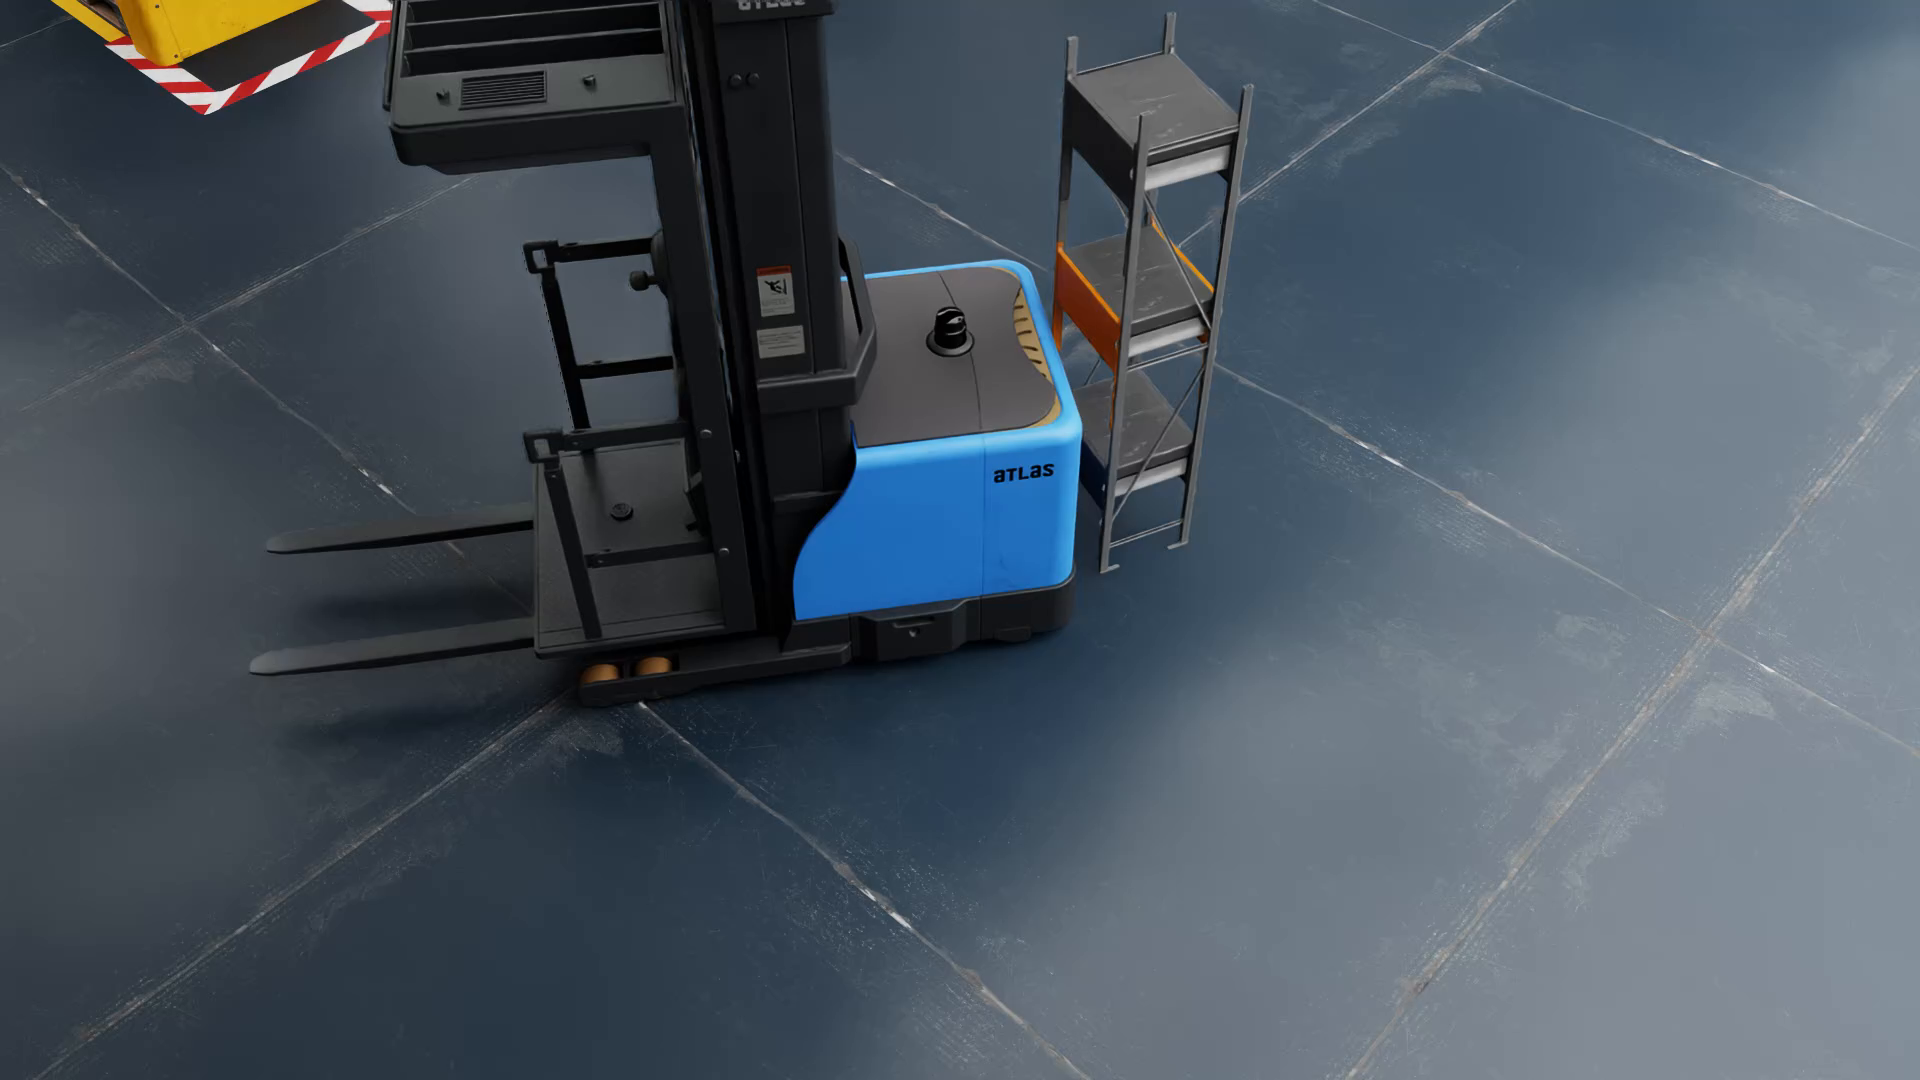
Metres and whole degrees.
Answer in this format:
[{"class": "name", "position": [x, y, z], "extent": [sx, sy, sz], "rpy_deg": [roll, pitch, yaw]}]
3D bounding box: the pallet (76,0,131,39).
[{"class": "pallet", "position": [-4.747, -3.440, 9.835], "extent": [1.213, 0.211, 1.003], "rpy_deg": [34, 55, 28]}]

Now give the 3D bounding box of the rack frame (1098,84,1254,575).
[{"class": "rack frame", "position": [0.736, -0.645, 5.915], "extent": [0.400, 2.100, 0.015], "rpy_deg": [-19, 50, -17]}]

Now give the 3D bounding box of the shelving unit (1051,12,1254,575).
[{"class": "shelving unit", "position": [0.634, -0.807, 6.067], "extent": [0.431, 2.100, 0.503], "rpy_deg": [-19, 50, -17]}]

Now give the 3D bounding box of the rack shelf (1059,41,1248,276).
[{"class": "rack shelf", "position": [0.634, -1.277, 5.567], "extent": [0.431, 0.518, 0.480], "rpy_deg": [-19, 50, -17]}]

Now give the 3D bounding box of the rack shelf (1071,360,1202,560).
[{"class": "rack shelf", "position": [0.634, -0.318, 6.587], "extent": [0.431, 0.518, 0.480], "rpy_deg": [-19, 50, -17]}]

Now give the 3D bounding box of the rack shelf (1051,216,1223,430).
[{"class": "rack shelf", "position": [0.634, -0.797, 6.077], "extent": [0.431, 0.518, 0.480], "rpy_deg": [-19, 50, -17]}]

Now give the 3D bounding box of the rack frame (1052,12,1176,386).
[{"class": "rack frame", "position": [0.532, -0.968, 6.219], "extent": [0.400, 2.100, 0.015], "rpy_deg": [-19, 50, -17]}]

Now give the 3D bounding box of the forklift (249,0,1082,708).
[{"class": "forklift", "position": [-1.133, -0.806, 5.496], "extent": [3.031, 2.935, 1.130], "rpy_deg": [-7, 47, -7]}]

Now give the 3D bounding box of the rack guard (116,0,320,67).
[{"class": "rack guard", "position": [-4.139, -3.171, 9.384], "extent": [0.348, 0.500, 1.175], "rpy_deg": [34, 55, 28]}]
